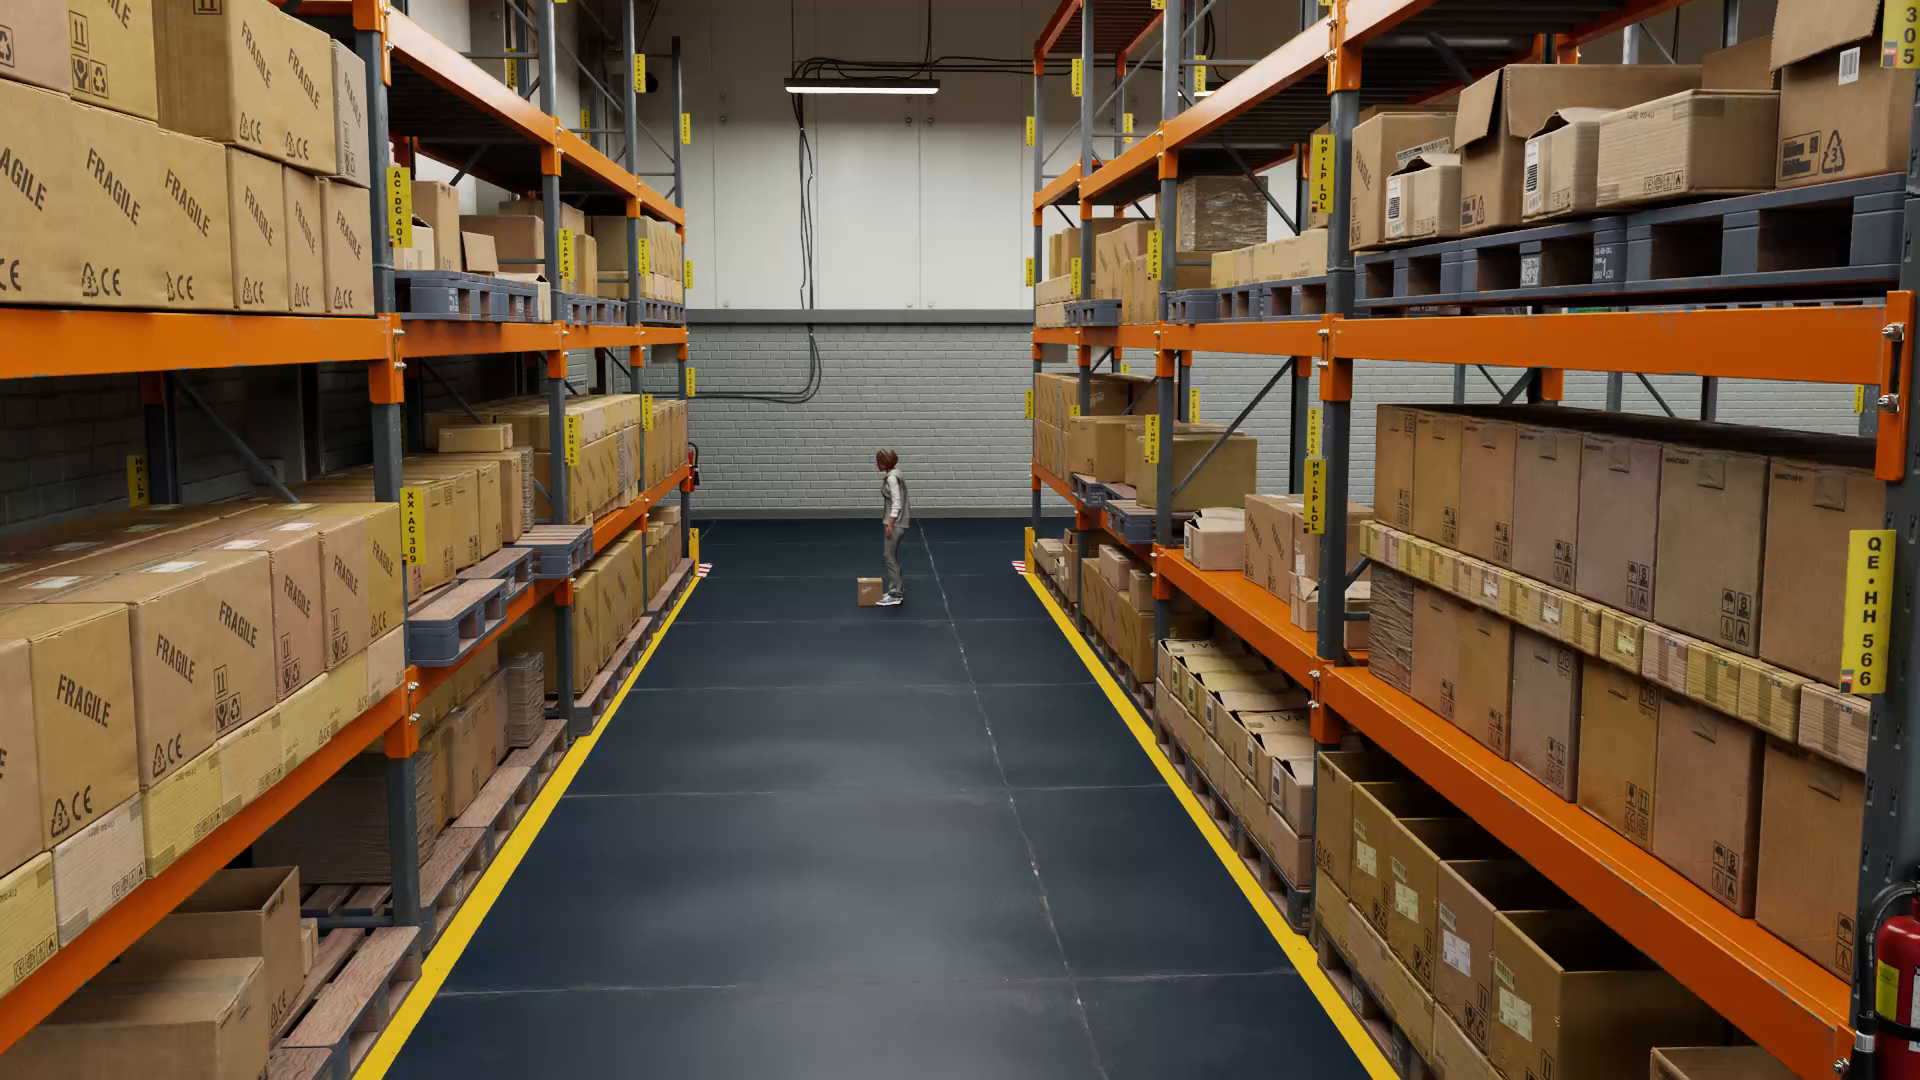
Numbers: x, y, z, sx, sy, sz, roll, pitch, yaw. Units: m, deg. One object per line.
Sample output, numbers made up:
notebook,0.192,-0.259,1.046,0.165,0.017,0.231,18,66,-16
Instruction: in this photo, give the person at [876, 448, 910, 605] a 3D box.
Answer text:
person,-0.691,-0.132,16.938,0.364,1.576,0.462,0,7,-3
